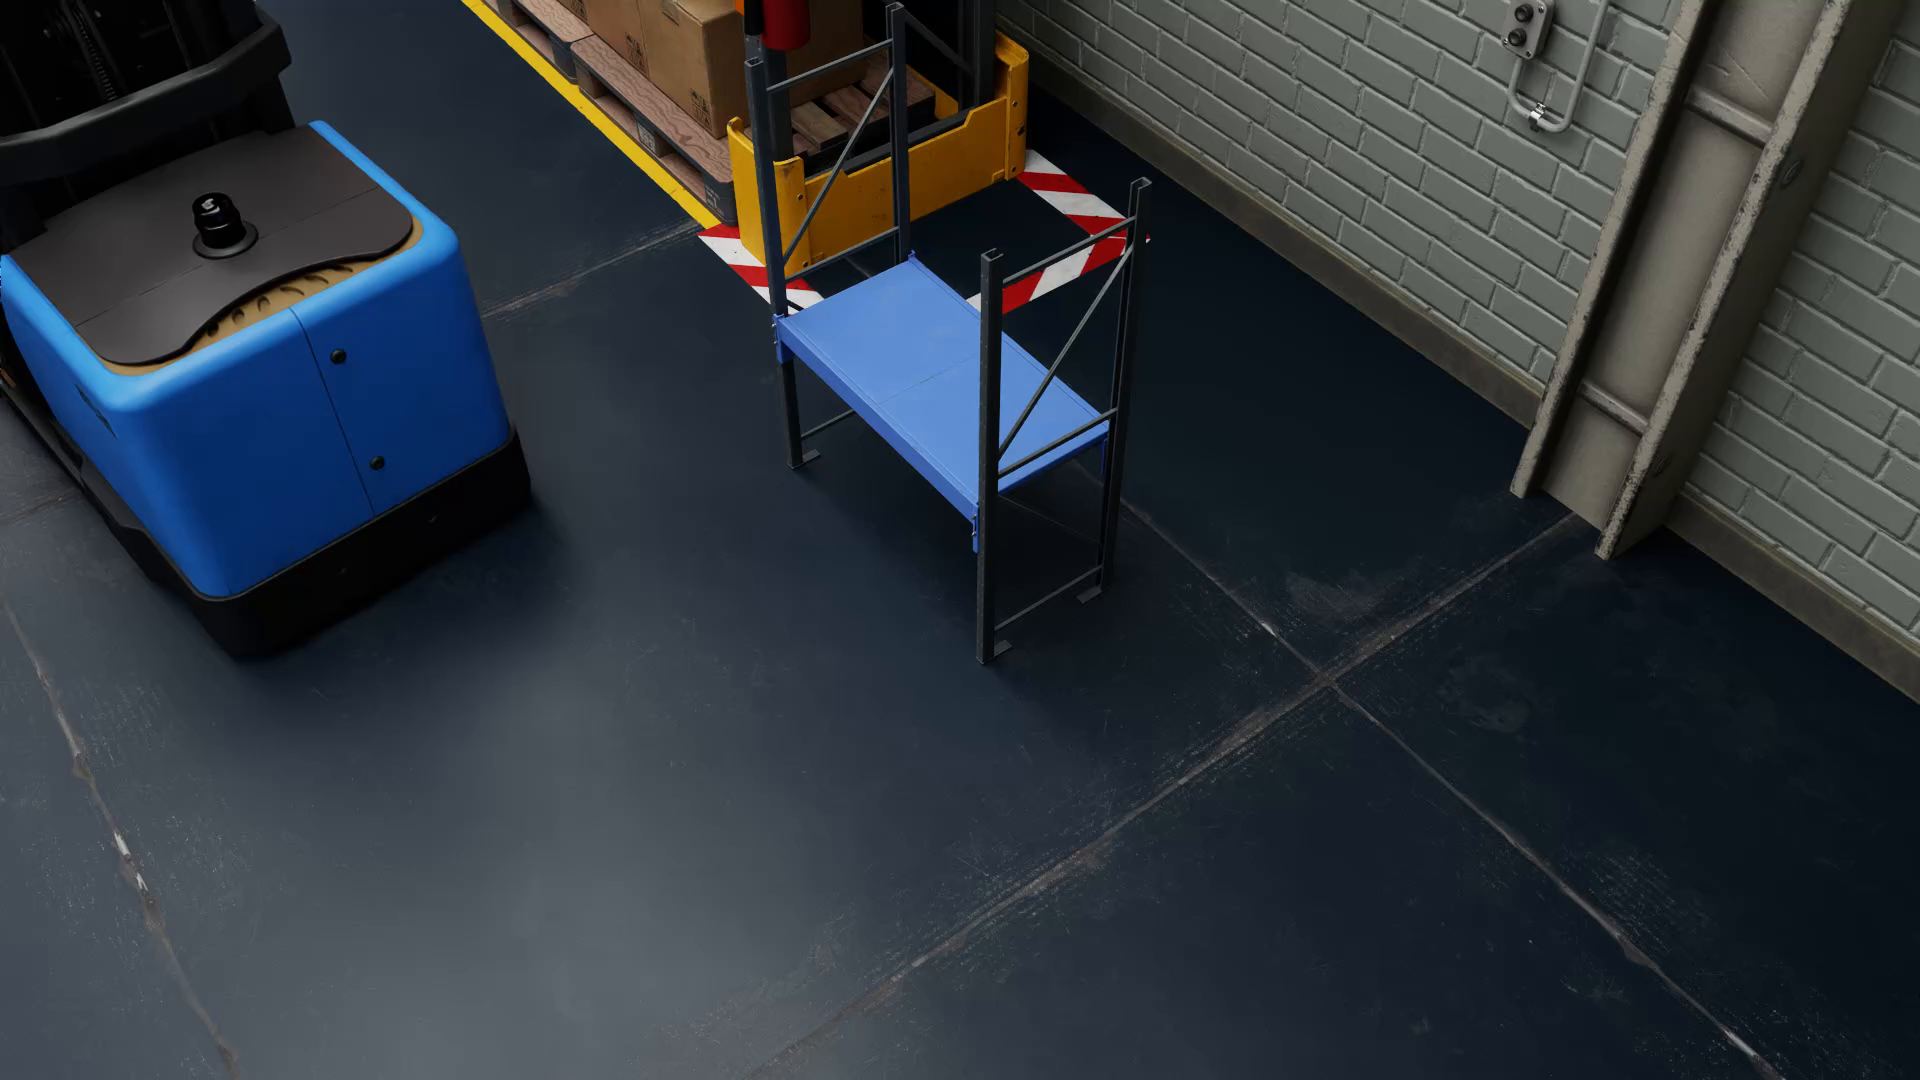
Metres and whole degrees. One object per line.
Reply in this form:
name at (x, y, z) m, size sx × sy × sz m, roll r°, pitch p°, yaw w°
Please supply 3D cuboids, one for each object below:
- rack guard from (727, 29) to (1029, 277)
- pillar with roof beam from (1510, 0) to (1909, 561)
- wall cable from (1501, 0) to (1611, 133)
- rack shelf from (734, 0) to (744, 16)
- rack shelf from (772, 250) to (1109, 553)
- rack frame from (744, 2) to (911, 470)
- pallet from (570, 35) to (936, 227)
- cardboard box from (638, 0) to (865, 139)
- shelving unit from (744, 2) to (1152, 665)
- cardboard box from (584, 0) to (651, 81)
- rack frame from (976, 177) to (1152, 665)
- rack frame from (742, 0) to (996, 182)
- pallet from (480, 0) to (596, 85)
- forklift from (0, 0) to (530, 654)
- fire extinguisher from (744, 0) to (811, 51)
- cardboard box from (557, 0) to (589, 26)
rack guard at (-0.285, -1.475, 6.250) m, size 1.175 × 0.500 × 0.348 m, roll -29°, pitch 54°, yaw -24°
pillar with roof beam at (-1.403, -1.208, 0.271) m, size 9.100 × 9.000 × 0.400 m, roll -29°, pitch 54°, yaw -24°
wall cable at (1.228, -2.339, 4.660) m, size 0.084 × 1.984 × 1.851 m, roll -29°, pitch 54°, yaw -24°
rack shelf at (-1.511, -3.266, 6.672) m, size 1.077 × 0.370 × 4.000 m, roll -29°, pitch 54°, yaw -24°
rack shelf at (-0.052, -0.433, 4.873) m, size 0.538 × 0.185 × 1.000 m, roll -29°, pitch 54°, yaw -24°
rack frame at (-0.359, -0.854, 5.012) m, size 0.500 × 1.500 × 0.032 m, roll -29°, pitch 54°, yaw -24°
pallet at (-0.846, -1.828, 6.765) m, size 1.003 × 0.211 × 1.213 m, roll -29°, pitch 54°, yaw -24°
cardboard box at (-0.803, -1.998, 6.440) m, size 0.700 × 0.500 × 0.500 m, roll -29°, pitch 54°, yaw -24°
shelving unit at (-0.052, -0.554, 4.740) m, size 0.538 × 1.500 × 1.048 m, roll -29°, pitch 54°, yaw -24°
cardboard box at (-1.106, -2.293, 6.708) m, size 0.700 × 0.500 × 0.500 m, roll -30°, pitch 54°, yaw -24°
rack frame at (0.256, -0.254, 4.468) m, size 0.500 × 1.500 × 0.032 m, roll -29°, pitch 54°, yaw -24°
rack frame at (-0.300, -2.328, 5.336) m, size 1.000 × 3.000 × 0.127 m, roll -29°, pitch 54°, yaw -24°
pallet at (-1.581, -2.547, 7.417) m, size 1.003 × 0.211 × 1.213 m, roll -29°, pitch 54°, yaw -24°
forklift at (-2.746, -1.655, 4.772) m, size 1.130 × 2.935 × 3.031 m, roll -35°, pitch 57°, yaw -27°
fire extinguisher at (-0.576, -1.881, 5.235) m, size 0.296 × 0.674 × 0.183 m, roll -29°, pitch 54°, yaw -24°
cardboard box at (-1.411, -2.589, 6.976) m, size 0.700 × 0.500 × 0.500 m, roll -31°, pitch 55°, yaw -25°
